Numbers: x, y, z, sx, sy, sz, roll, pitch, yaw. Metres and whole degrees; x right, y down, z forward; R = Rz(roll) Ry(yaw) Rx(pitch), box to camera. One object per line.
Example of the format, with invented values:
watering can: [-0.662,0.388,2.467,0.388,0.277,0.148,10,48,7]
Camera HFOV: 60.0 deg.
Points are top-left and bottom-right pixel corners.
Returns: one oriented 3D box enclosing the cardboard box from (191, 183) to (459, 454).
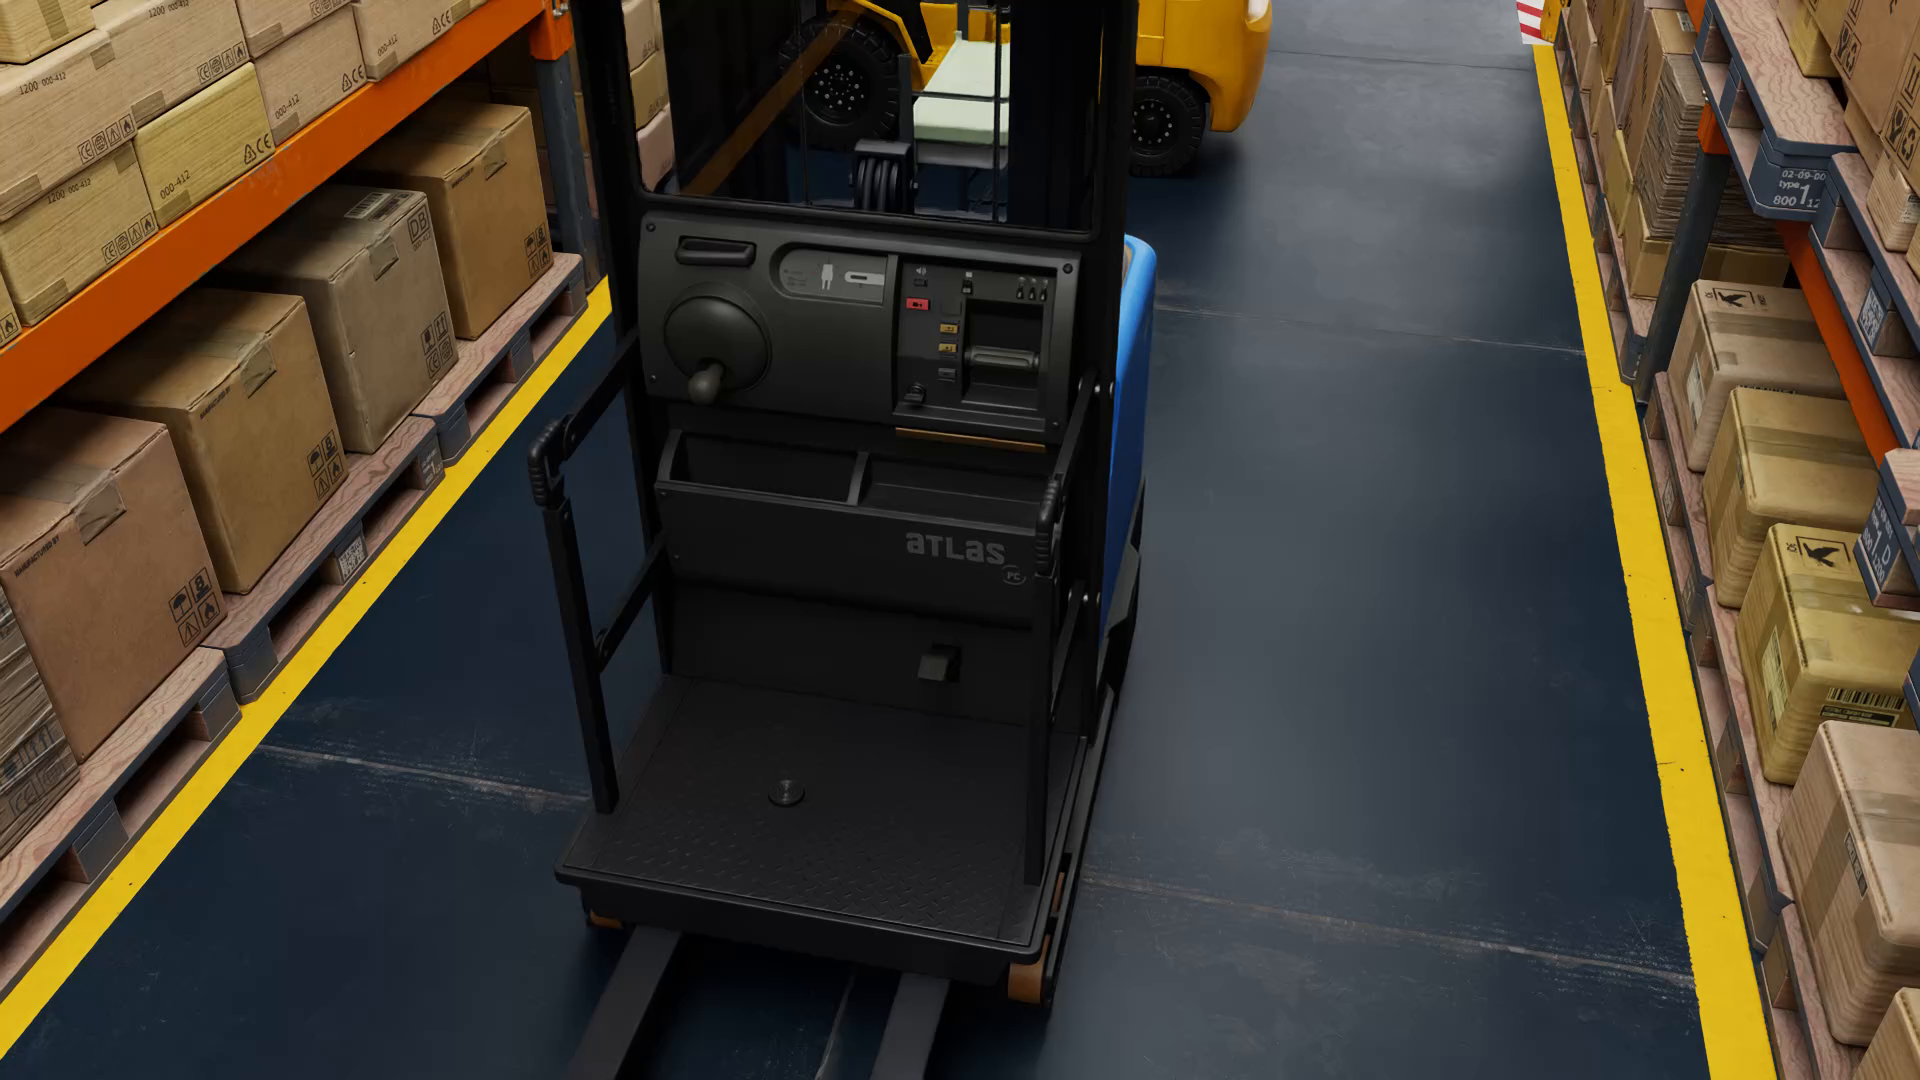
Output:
cardboard box: [-2.219,-0.750,5.395,0.875,0.625,0.625,7,37,9]

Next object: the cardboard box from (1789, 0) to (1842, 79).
cardboard box: [2.416,-1.315,4.365,0.380,0.149,0.250,8,37,11]

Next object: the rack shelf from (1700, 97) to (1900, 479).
rack shelf: [2.477,-0.228,3.622,1.077,0.370,4.000,7,37,10]

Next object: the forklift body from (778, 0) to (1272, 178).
forklift body: [0.286,-2.920,7.446,2.313,2.155,1.214,7,37,10]

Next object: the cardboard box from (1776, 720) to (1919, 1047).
cardboard box: [2.330,0.774,3.507,0.950,0.372,0.625,7,36,9]

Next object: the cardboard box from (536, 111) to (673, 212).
cardboard box: [-1.519,-1.579,6.858,0.500,0.250,0.500,8,37,10]

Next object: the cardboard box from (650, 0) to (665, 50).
cardboard box: [-1.417,-2.278,6.970,0.500,0.250,0.500,7,37,10]

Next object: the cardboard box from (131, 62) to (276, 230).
cardboard box: [-2.138,-1.037,4.253,0.500,0.250,0.500,8,37,11]

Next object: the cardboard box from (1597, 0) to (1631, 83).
cardboard box: [3.089,-2.292,7.202,0.500,0.500,0.500,8,37,11]

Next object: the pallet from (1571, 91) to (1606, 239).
pallet: [3.272,-1.628,7.317,1.003,0.211,1.213,7,37,10]

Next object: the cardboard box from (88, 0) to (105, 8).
cardboard box: [-2.217,-1.345,3.911,0.380,0.149,0.250,7,37,10]

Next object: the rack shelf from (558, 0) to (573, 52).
rack shelf: [-1.518,-3.142,7.642,1.077,0.370,4.000,7,37,10]

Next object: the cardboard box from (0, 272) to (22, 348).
cardboard box: [-2.354,-0.444,3.434,0.500,0.250,0.500,7,36,9]

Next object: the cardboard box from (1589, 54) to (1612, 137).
cardboard box: [3.096,-1.982,7.414,0.500,0.250,0.500,10,37,13]

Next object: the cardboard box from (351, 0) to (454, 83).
cardboard box: [-1.900,-1.615,5.050,0.500,0.250,0.500,7,37,10]

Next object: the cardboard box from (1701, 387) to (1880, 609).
cardboard box: [2.645,-0.059,4.656,0.950,0.372,0.625,10,37,13]

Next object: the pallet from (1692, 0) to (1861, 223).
pallet: [2.599,-1.169,4.470,1.003,0.211,1.213,7,37,10]

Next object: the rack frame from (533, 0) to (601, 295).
rack frame: [-1.945,-2.286,5.849,1.000,3.000,0.127,7,37,10]

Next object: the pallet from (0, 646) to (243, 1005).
pallet: [-2.586,0.669,4.147,1.003,0.211,1.213,7,37,10]

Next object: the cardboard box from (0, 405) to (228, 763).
cardboard box: [-2.521,0.067,4.267,0.875,0.625,0.625,8,37,11]

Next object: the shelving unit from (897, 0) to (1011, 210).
shelving unit: [0.110,-0.898,5.210,0.431,1.500,0.755,7,37,10]

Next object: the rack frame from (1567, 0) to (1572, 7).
rack frame: [3.759,-3.960,8.157,1.000,3.000,0.127,7,37,10]

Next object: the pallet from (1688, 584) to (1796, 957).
pallet: [2.481,0.611,4.227,1.003,0.211,1.213,7,37,10]

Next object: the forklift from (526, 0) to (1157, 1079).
forklift: [-0.265,-0.377,3.272,1.130,2.935,3.031,7,37,10]

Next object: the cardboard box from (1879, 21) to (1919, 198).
cardboard box: [2.200,-0.900,3.239,0.500,0.500,0.500,6,36,8]

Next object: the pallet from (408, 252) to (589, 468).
pallet: [-2.065,-0.730,6.077,1.003,0.211,1.213,7,37,10]

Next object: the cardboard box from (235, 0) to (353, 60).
cardboard box: [-2.018,-1.526,4.502,0.500,0.250,0.500,8,37,11]

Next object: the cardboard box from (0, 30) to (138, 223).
cardboard box: [-2.229,-0.943,3.697,0.500,0.250,0.500,6,36,9]

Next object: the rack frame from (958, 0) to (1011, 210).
rack frame: [0.190,-1.107,5.500,0.400,1.500,0.023,7,37,10]

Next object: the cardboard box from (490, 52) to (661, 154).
cardboard box: [-1.541,-1.784,6.715,0.500,0.250,0.500,7,37,10]

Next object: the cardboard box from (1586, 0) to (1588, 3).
cardboard box: [3.312,-2.878,8.012,0.500,0.500,0.500,6,36,8]

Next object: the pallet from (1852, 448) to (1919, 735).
pallet: [2.098,0.283,2.467,1.213,0.211,1.003,7,37,10]

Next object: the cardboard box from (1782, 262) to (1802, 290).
cardboard box: [3.294,-1.027,6.097,0.500,0.250,0.500,6,36,8]

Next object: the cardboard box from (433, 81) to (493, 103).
cardboard box: [-2.042,-1.850,6.806,0.500,0.250,0.500,7,36,9]

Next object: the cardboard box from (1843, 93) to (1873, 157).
cardboard box: [2.334,-1.001,3.931,0.380,0.149,0.250,8,37,11]

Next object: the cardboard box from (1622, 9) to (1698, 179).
cardboard box: [2.876,-1.691,6.374,0.500,0.500,0.500,8,37,11]

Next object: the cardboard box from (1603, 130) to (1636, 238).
cardboard box: [2.872,-1.402,6.614,0.500,0.250,0.500,6,36,9]

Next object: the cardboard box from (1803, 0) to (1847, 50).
cardboard box: [2.418,-1.477,4.036,0.500,0.500,0.500,7,37,10]

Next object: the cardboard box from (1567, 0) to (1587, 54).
cardboard box: [3.316,-2.588,8.251,0.500,0.250,0.500,7,37,10]

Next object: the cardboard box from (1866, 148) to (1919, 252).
cardboard box: [2.172,-0.714,3.535,0.380,0.149,0.250,9,37,12]
